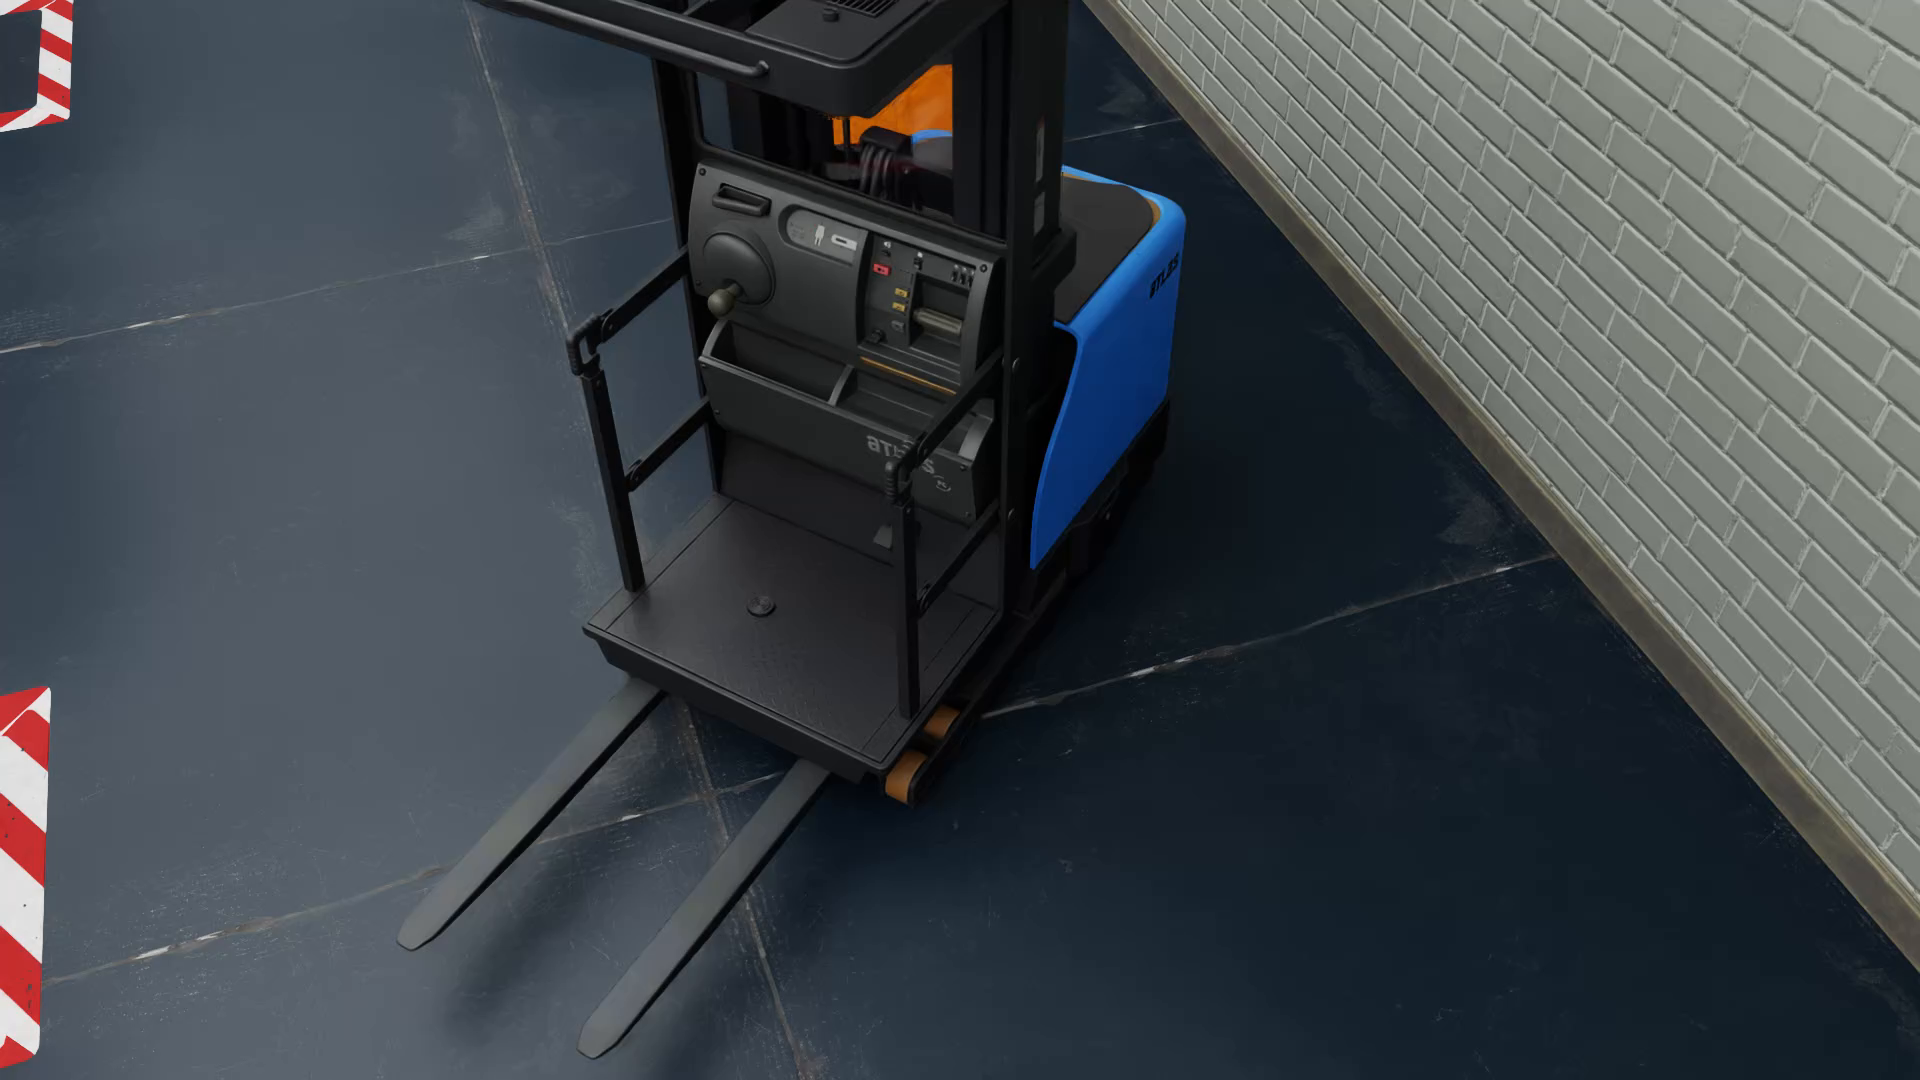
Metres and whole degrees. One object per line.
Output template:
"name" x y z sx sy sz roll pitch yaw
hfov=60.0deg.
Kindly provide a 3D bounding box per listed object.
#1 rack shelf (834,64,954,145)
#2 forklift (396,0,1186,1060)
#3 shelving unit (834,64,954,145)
"rack shelf" -0.232 -1.475 6.013 1.000 0.278 0.538 -4 45 -4
"forklift" -0.438 -0.626 4.305 1.130 2.935 3.031 22 49 21
"shelving unit" -0.232 -1.269 6.220 1.048 1.125 0.538 -4 45 -4
